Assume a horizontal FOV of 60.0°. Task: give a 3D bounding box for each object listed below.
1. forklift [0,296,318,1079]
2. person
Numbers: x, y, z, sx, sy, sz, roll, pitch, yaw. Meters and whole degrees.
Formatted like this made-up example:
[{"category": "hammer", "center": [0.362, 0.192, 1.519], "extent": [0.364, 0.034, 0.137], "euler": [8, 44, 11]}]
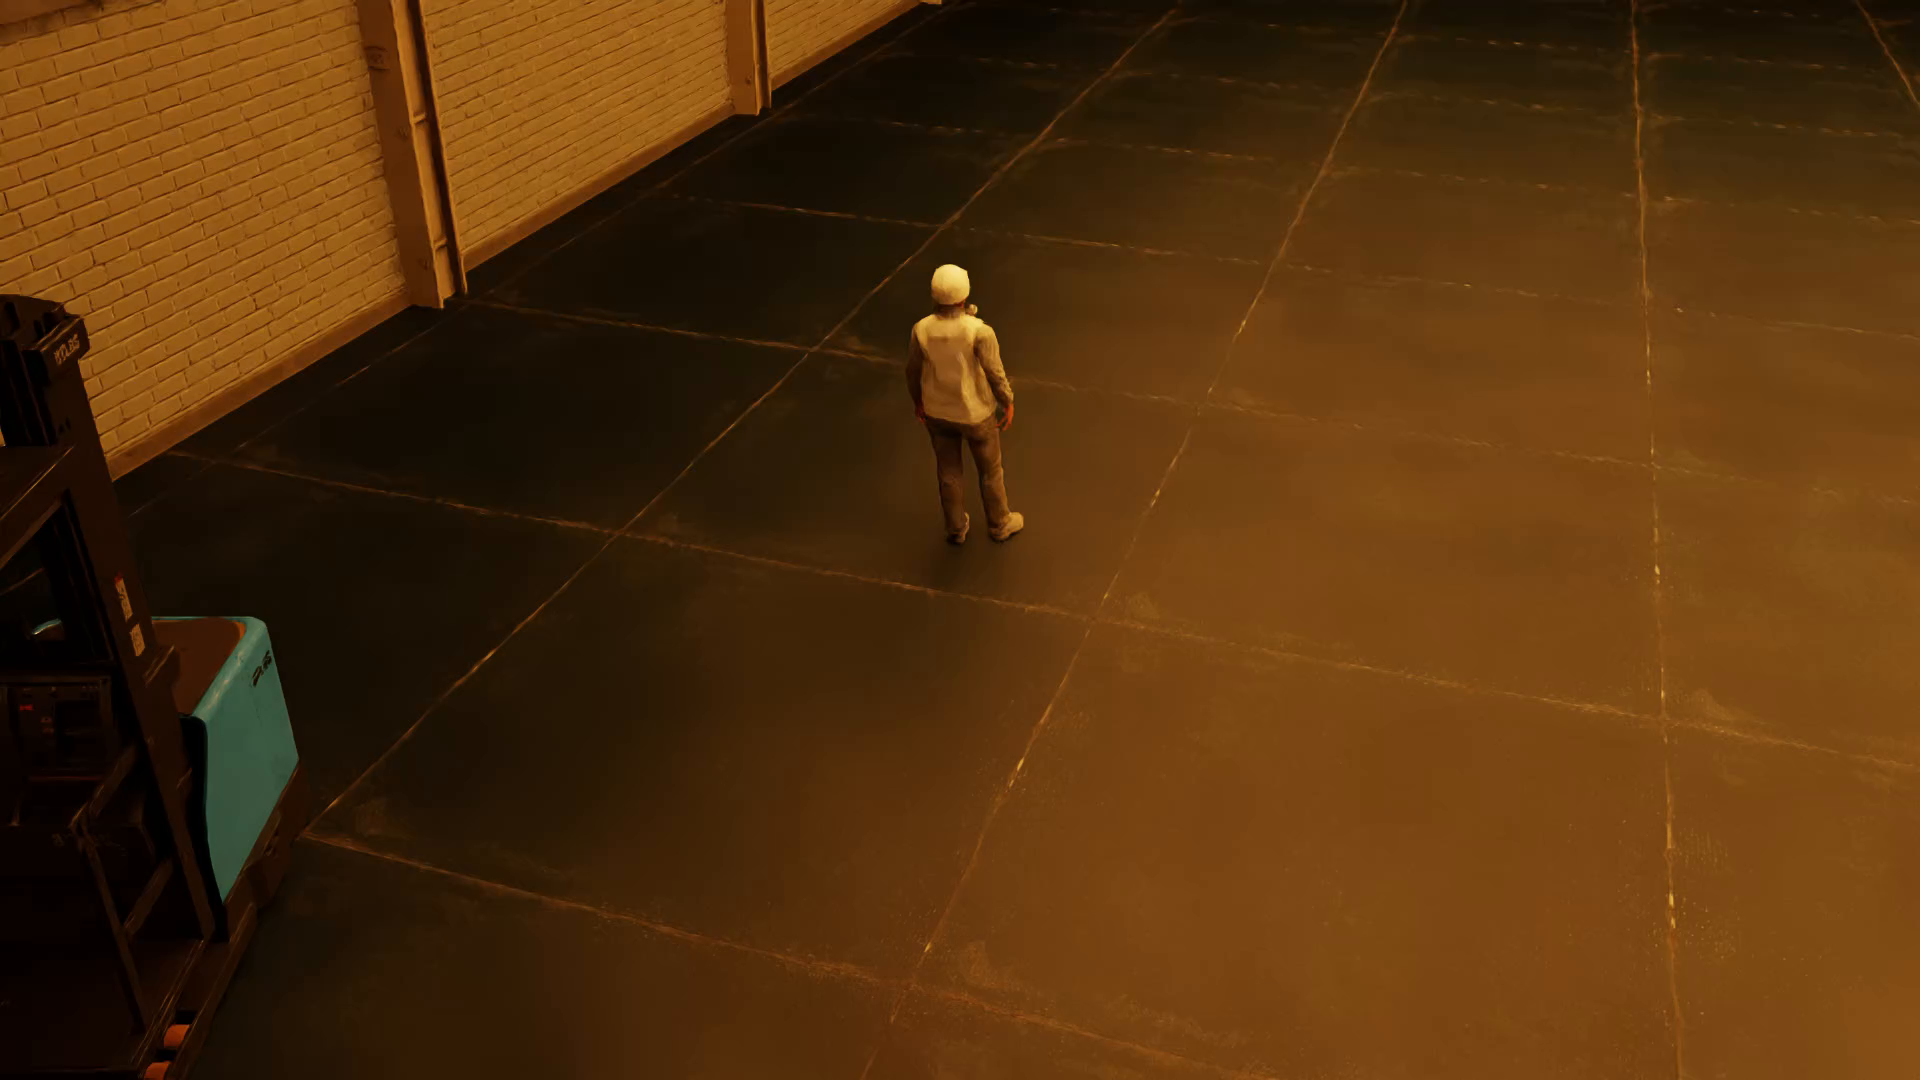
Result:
[{"category": "forklift", "center": [-3.563, 0.724, 5.866], "extent": [1.130, 2.935, 3.031], "euler": [1, 30, 1]}, {"category": "person", "center": [0.028, -0.805, 9.702], "extent": [0.632, 1.773, 0.567], "euler": [10, 31, 16]}]
